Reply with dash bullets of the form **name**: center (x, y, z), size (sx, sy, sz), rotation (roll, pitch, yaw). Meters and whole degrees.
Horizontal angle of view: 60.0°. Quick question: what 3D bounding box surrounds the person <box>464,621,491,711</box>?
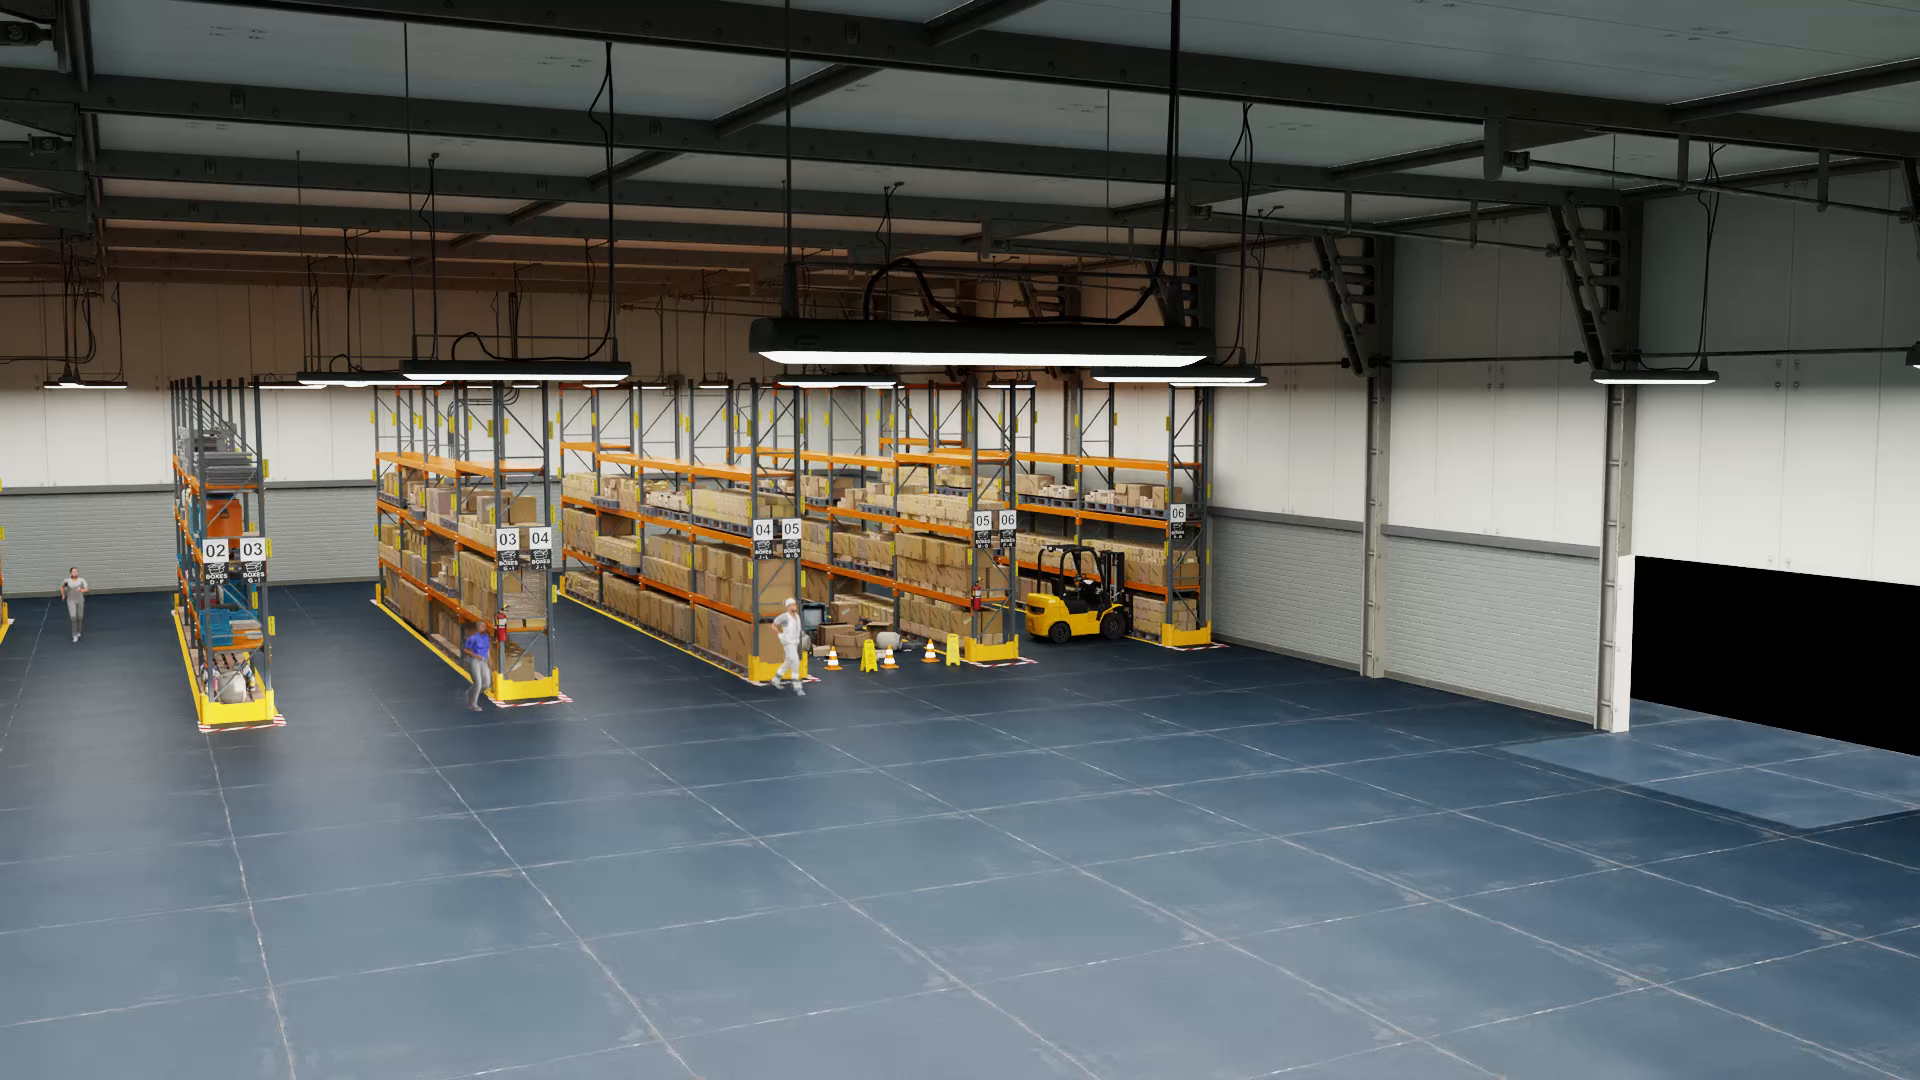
- **person**: center (-8.697, 2.263, 30.097), size (0.602, 1.604, 0.601), rotation (3, 6, 34)

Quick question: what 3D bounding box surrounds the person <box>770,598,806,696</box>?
- **person**: center (-3.227, 2.024, 31.650), size (0.811, 1.851, 0.704), rotation (3, 6, 27)

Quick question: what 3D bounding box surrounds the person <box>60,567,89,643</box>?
- **person**: center (-20.400, 1.466, 38.341), size (0.538, 1.709, 0.854), rotation (-4, 6, -36)
